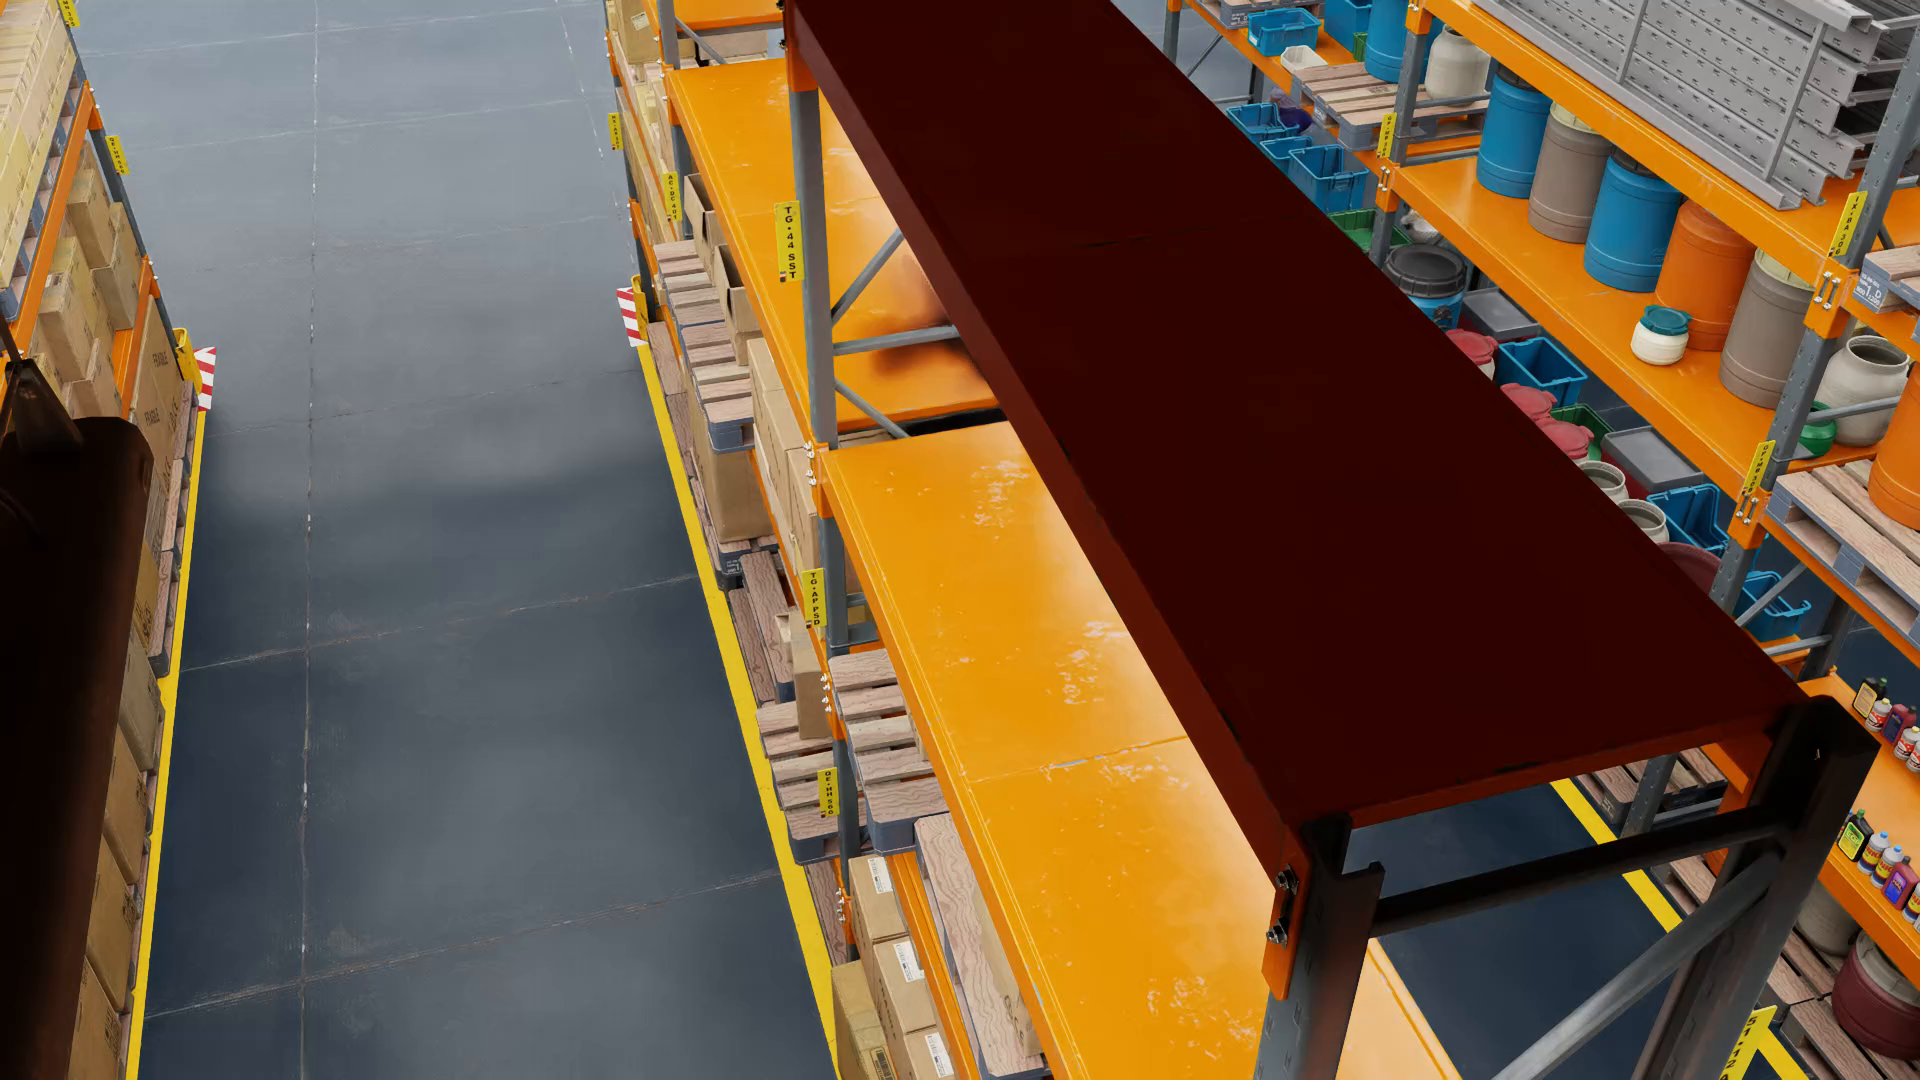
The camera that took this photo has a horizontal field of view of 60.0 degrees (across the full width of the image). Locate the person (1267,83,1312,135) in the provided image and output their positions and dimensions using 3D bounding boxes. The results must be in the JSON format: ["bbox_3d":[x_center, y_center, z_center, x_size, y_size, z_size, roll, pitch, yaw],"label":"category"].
[{"bbox_3d":[3.333,-4.224,16.856,0.607,1.688,0.807,-23,44,-26],"label":"person"}]

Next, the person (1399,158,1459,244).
[{"bbox_3d":[4.228,-2.790,15.033,0.617,1.677,0.747,-14,40,-17],"label":"person"}]
